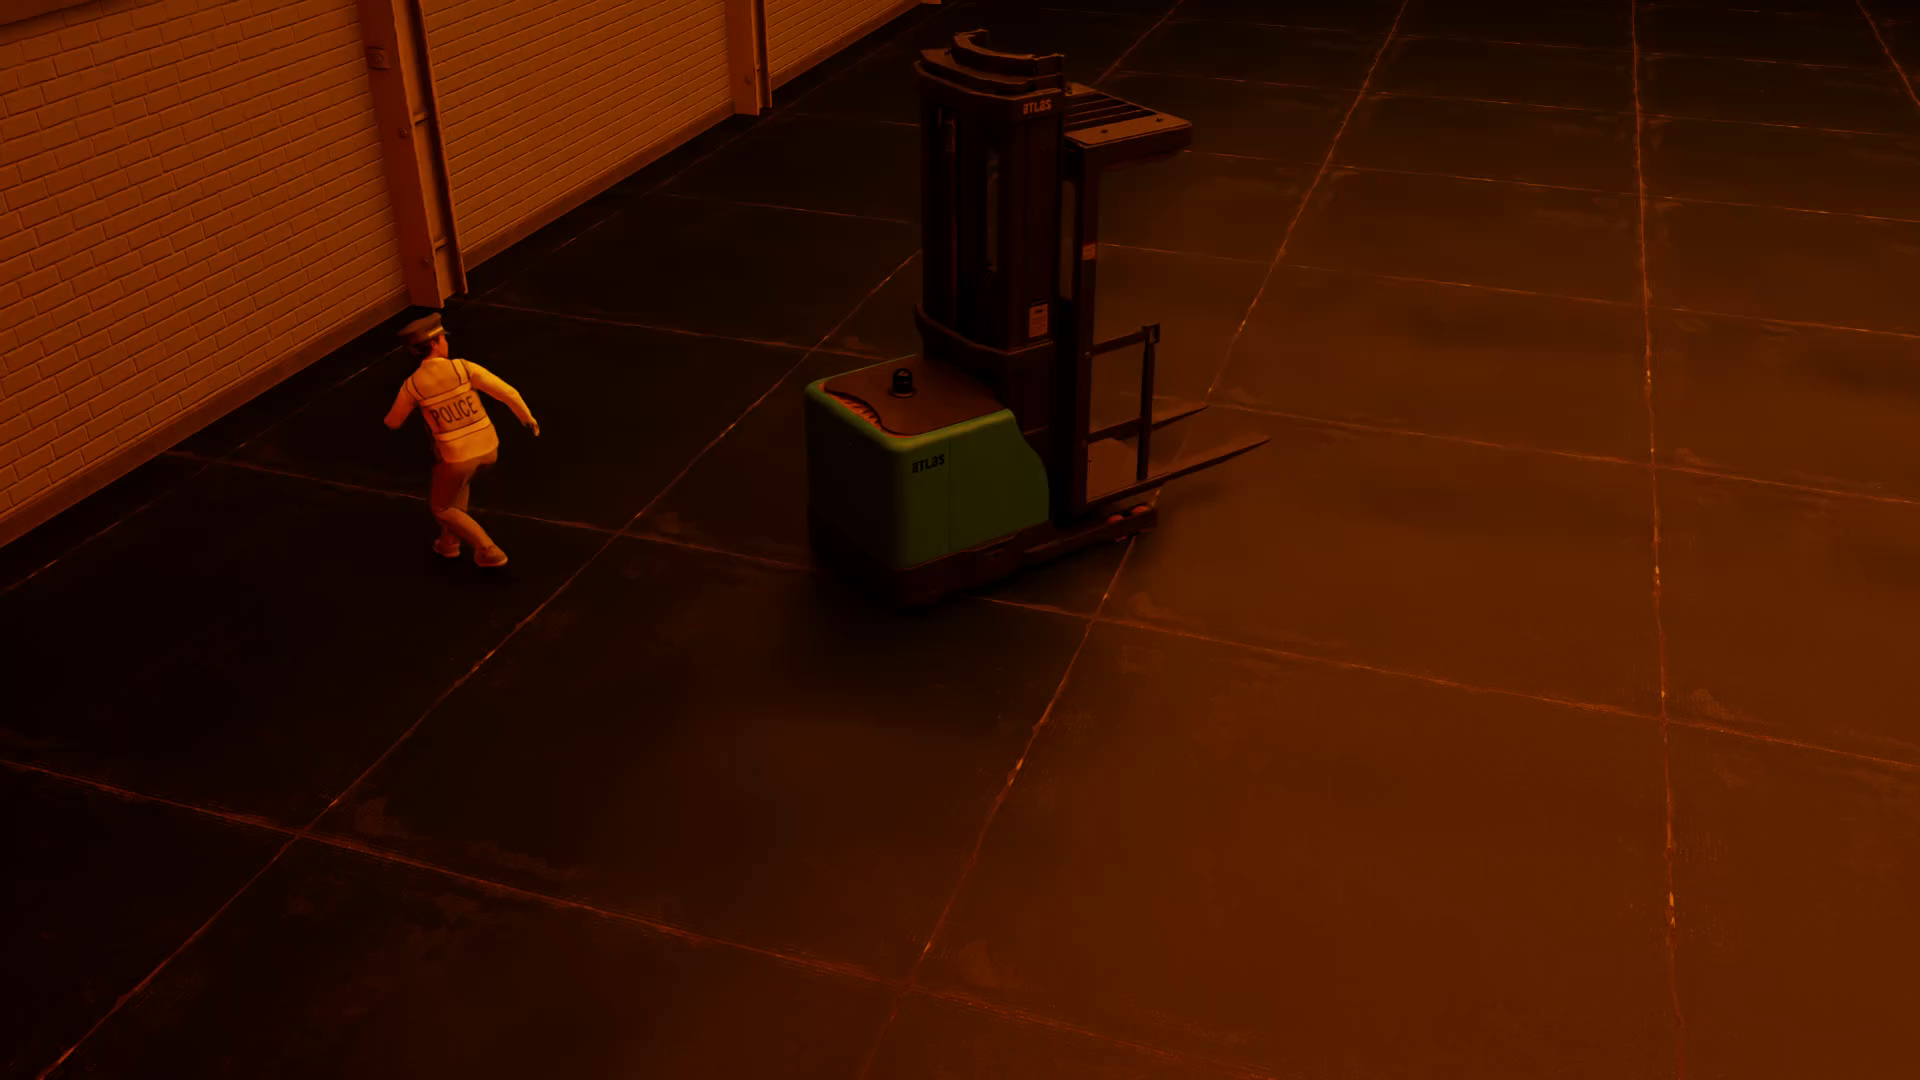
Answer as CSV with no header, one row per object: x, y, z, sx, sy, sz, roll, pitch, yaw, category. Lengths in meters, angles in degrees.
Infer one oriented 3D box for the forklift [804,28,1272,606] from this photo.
0.598,-1.457,9.692,3.031,2.935,1.130,-19,35,-30,forklift

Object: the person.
-2.863,-0.587,9.584,0.801,1.556,0.799,-22,36,-33,person
